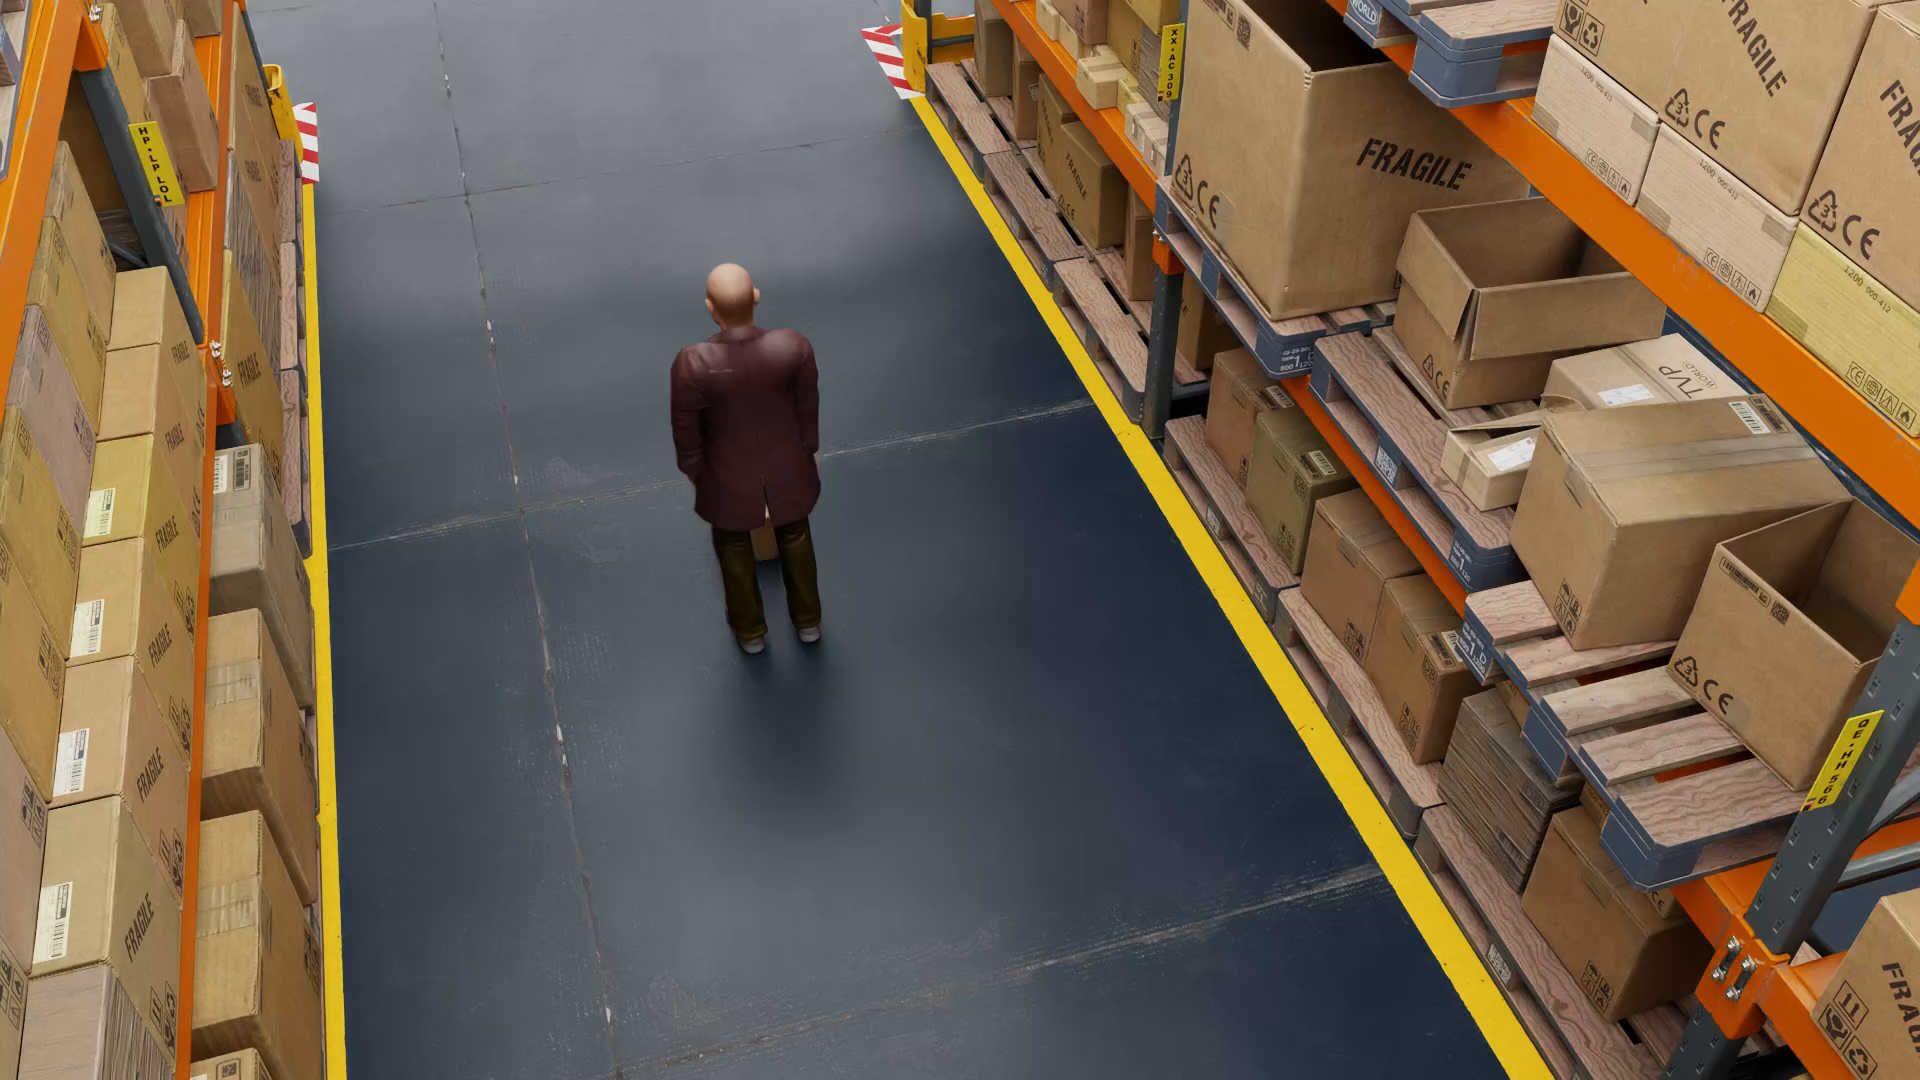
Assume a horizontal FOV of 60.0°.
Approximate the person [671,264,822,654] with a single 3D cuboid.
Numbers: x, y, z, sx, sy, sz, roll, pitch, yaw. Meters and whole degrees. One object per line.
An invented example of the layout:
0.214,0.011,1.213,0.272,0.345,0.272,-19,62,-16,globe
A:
-0.824,-0.304,6.528,0.567,1.765,0.378,-11,43,-12,person
